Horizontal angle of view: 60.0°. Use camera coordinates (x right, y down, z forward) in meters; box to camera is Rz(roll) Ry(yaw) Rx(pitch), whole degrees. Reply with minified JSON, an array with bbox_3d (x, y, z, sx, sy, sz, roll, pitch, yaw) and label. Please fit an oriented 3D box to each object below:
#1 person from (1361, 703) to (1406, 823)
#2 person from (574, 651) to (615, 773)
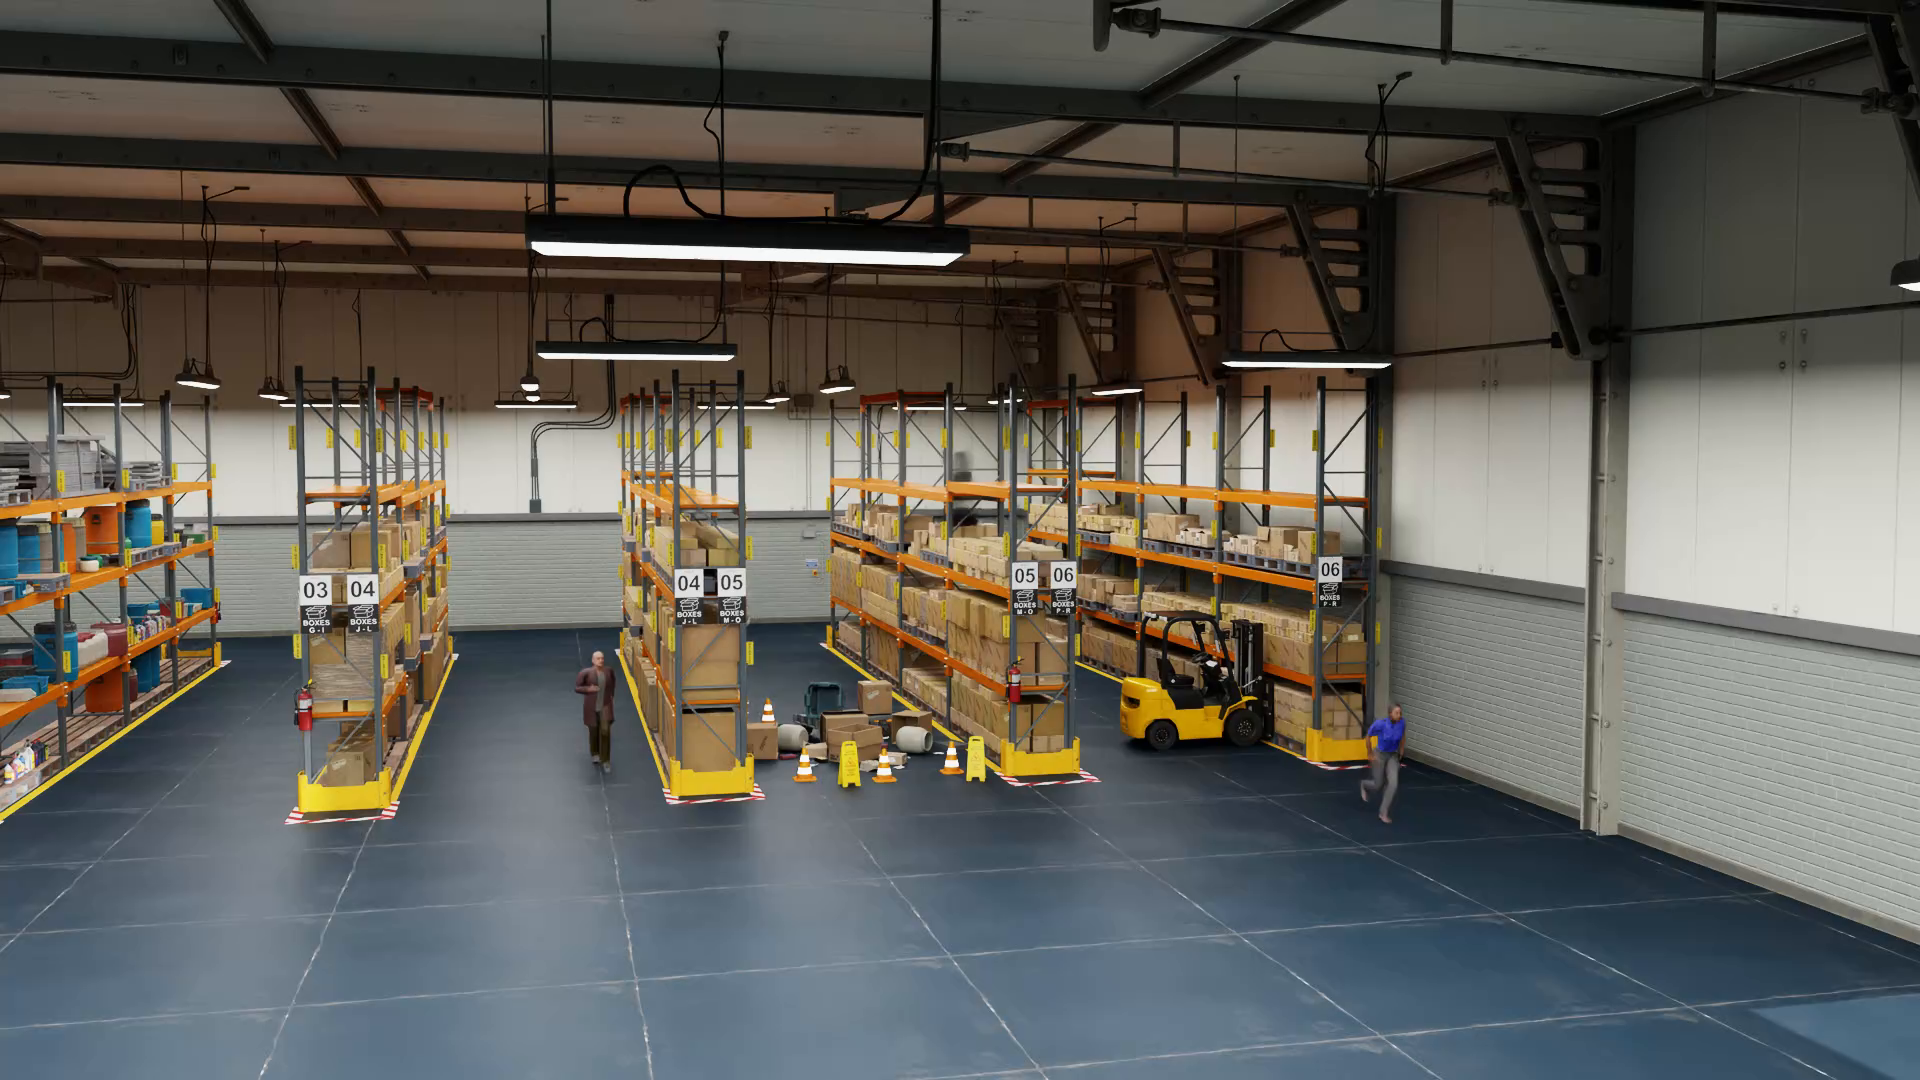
[{"bbox_3d":[5.610,2.926,22.090,0.574,1.594,0.838,-1,4,-21],"label":"person"},{"bbox_3d":[-5.548,2.659,25.354,0.668,1.766,0.861,-1,4,-21],"label":"person"}]
